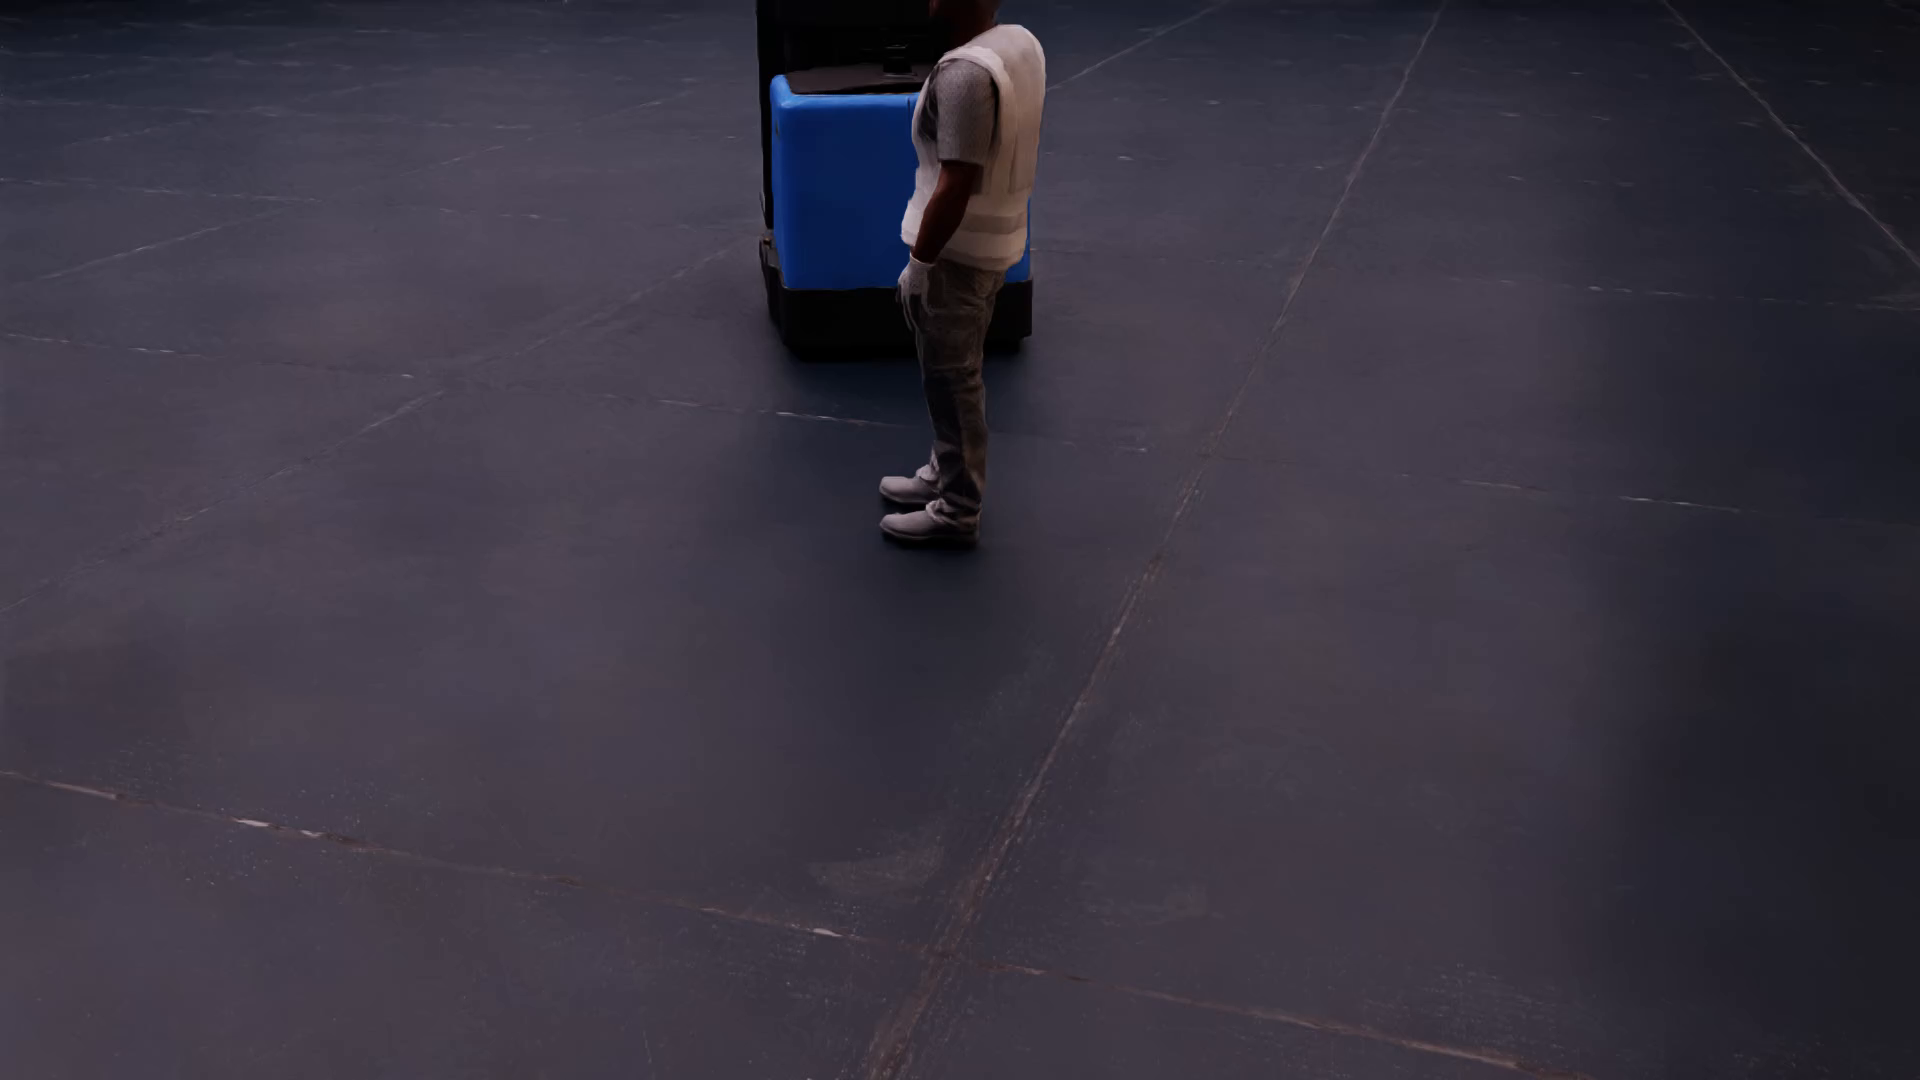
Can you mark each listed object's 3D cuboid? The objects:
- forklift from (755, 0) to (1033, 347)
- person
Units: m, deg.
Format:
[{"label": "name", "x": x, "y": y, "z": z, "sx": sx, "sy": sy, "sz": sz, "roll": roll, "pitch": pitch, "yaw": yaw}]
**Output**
[{"label": "forklift", "x": -0.425, "y": -2.679, "z": 7.769, "sx": 1.130, "sy": 2.935, "sz": 3.031, "roll": -3, "pitch": 23, "yaw": -8}, {"label": "person", "x": -0.066, "y": -0.841, "z": 4.805, "sx": 0.576, "sy": 1.782, "sz": 0.655, "roll": 7, "pitch": 23, "yaw": 16}]
